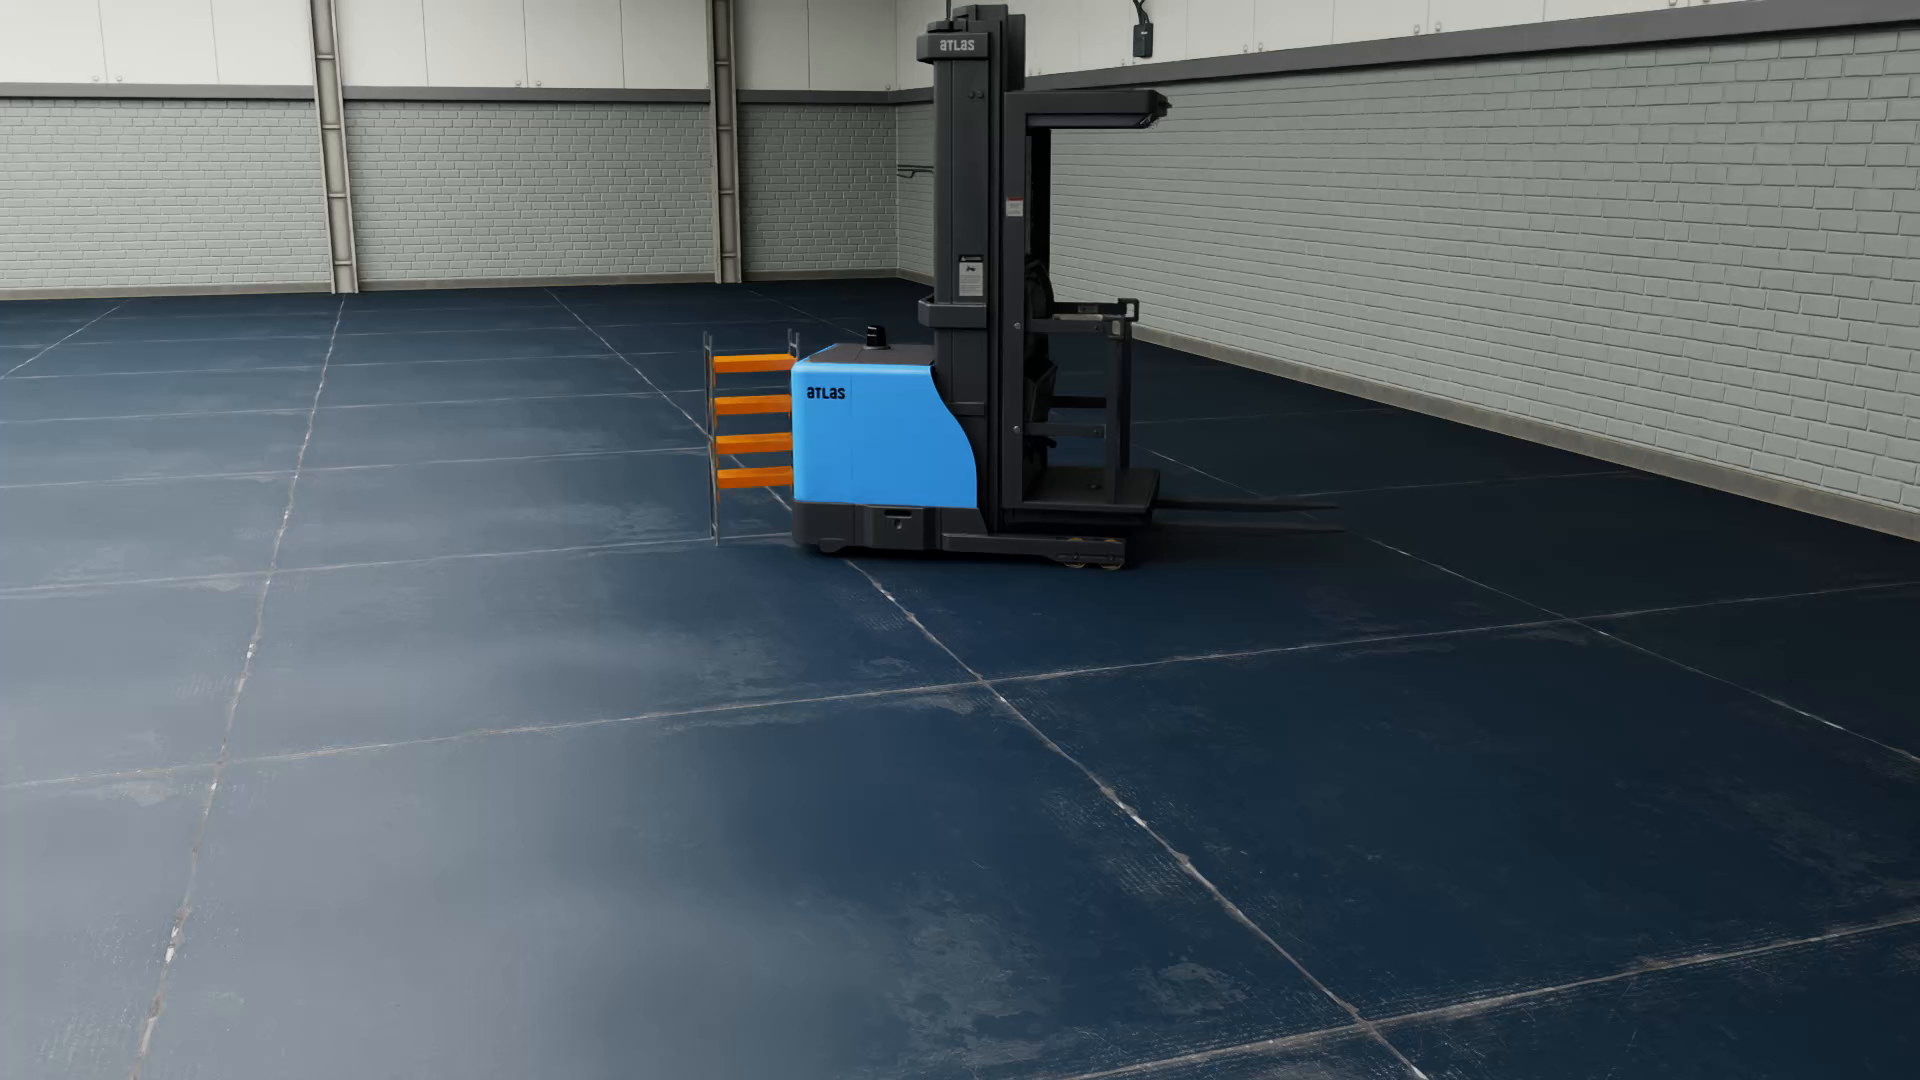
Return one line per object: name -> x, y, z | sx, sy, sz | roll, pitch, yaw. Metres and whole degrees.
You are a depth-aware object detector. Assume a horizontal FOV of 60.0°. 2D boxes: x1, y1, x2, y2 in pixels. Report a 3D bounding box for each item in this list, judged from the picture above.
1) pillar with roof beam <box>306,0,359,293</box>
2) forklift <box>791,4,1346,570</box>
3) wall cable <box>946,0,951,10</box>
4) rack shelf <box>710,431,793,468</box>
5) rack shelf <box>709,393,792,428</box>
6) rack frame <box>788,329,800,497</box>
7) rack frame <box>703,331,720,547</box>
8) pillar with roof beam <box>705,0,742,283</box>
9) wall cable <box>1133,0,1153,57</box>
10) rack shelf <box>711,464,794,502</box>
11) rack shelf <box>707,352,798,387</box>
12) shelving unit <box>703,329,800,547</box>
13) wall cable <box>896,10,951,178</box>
pillar with roof beam -> -8.172, -7.283, 20.815 | 0.400, 9.000, 9.100 | -4, 14, -18
forklift -> 0.627, -1.395, 9.174 | 3.031, 2.935, 1.130 | 2, 14, 10
wall cable -> 0.218, -8.951, 23.622 | 0.112, 2.526, 3.097 | -4, 14, -18
rack shelf -> -1.179, -0.523, 9.540 | 0.480, 0.148, 0.258 | -4, 14, -17
rack shelf -> -1.179, -0.741, 9.489 | 0.480, 0.148, 0.258 | -4, 14, -17
rack frame -> -0.946, -0.605, 9.595 | 0.015, 1.200, 0.240 | -4, 14, -17
rack frame -> -1.412, -0.572, 9.454 | 0.015, 1.200, 0.240 | -4, 14, -17
pillar with roof beam -> -2.486, -7.726, 22.677 | 0.400, 9.000, 9.100 | -4, 14, -18
wall cable -> 2.368, -8.169, 17.189 | 0.169, 6.003, 2.305 | -4, 14, -18
rack shelf -> -1.179, -0.330, 9.586 | 0.480, 0.148, 0.258 | -4, 14, -17
rack shelf -> -1.179, -0.971, 9.434 | 0.480, 0.148, 0.258 | -4, 14, -17
shelving unit -> -1.179, -0.589, 9.525 | 0.503, 1.200, 0.258 | -4, 14, -17
wall cable -> -0.645, -7.087, 26.700 | 0.112, 2.526, 3.097 | -4, 14, -18
